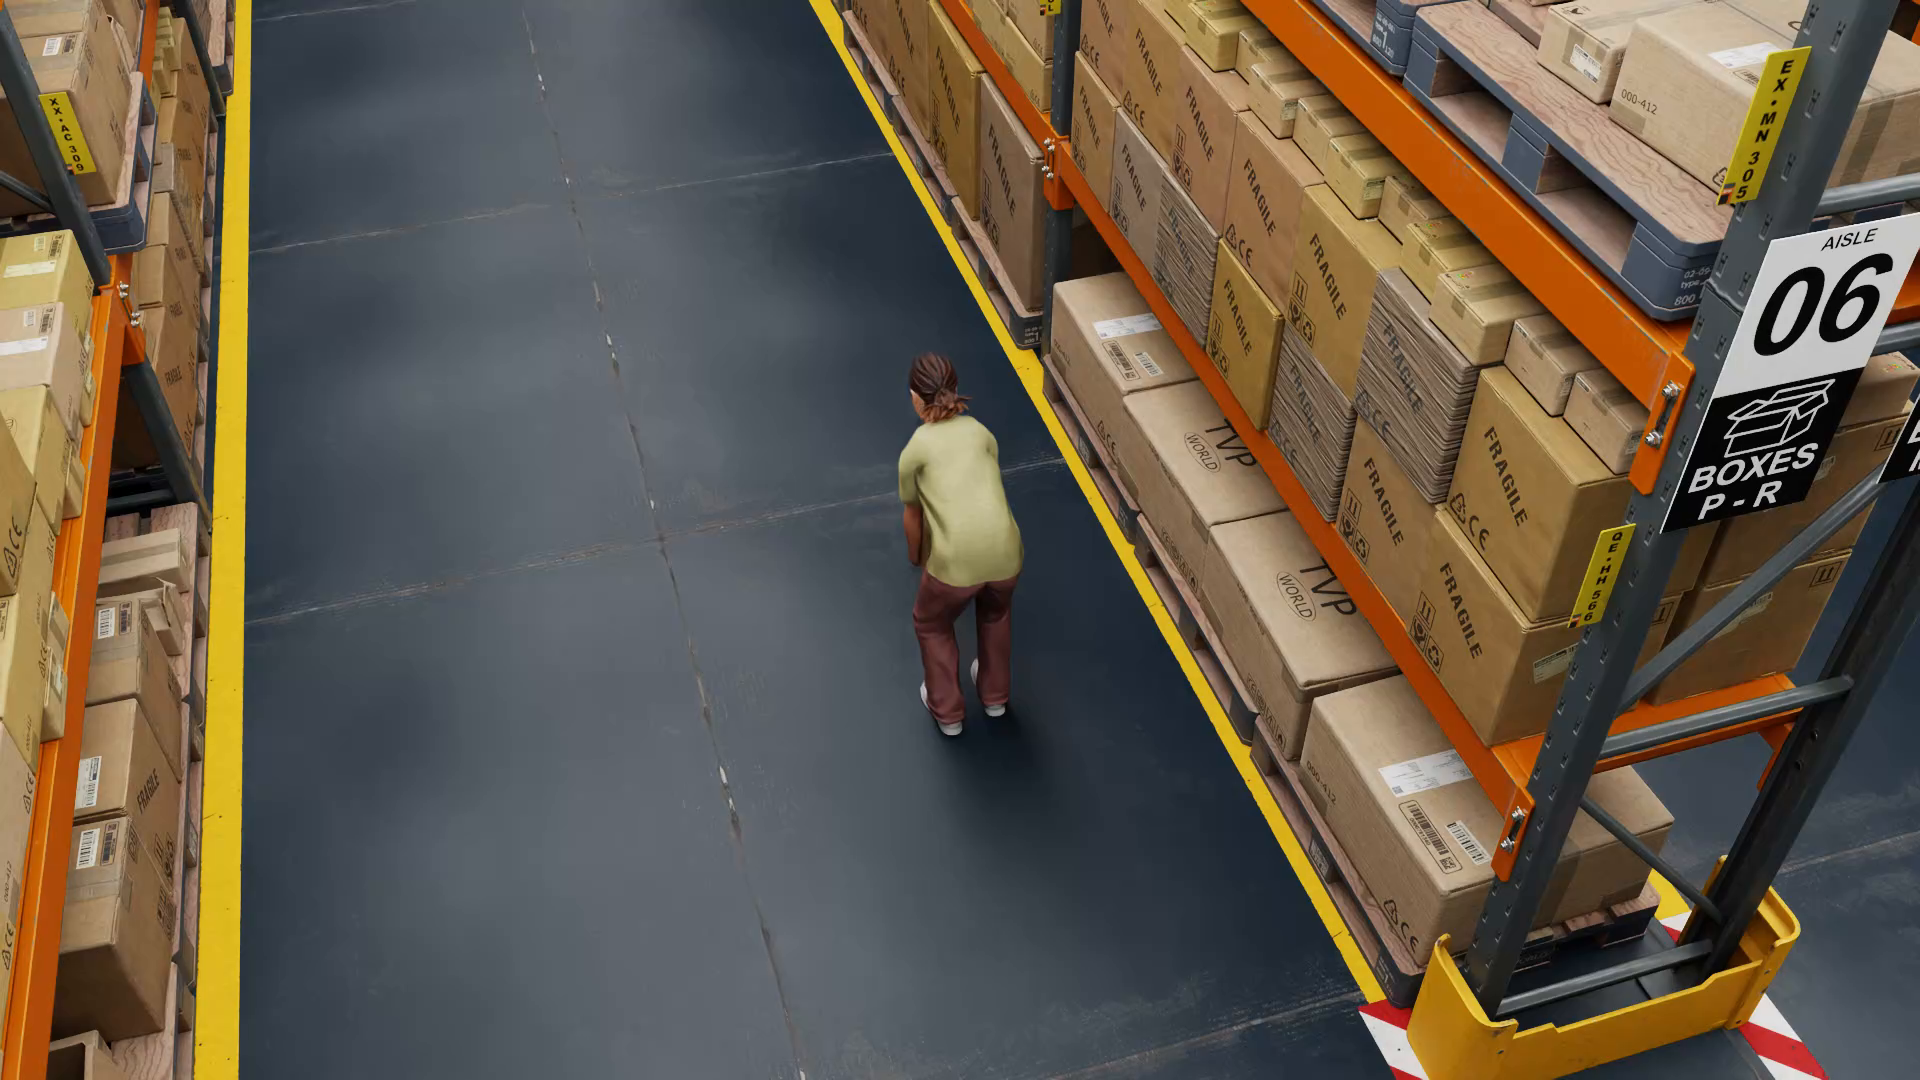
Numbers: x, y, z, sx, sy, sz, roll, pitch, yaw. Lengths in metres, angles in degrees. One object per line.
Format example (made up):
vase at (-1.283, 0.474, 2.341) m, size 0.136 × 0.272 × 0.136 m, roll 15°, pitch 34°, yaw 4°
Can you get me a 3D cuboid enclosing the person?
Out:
person at (-0.020, 0.031, 6.300) m, size 0.397 × 1.449 × 0.727 m, roll -13°, pitch 44°, yaw -14°
